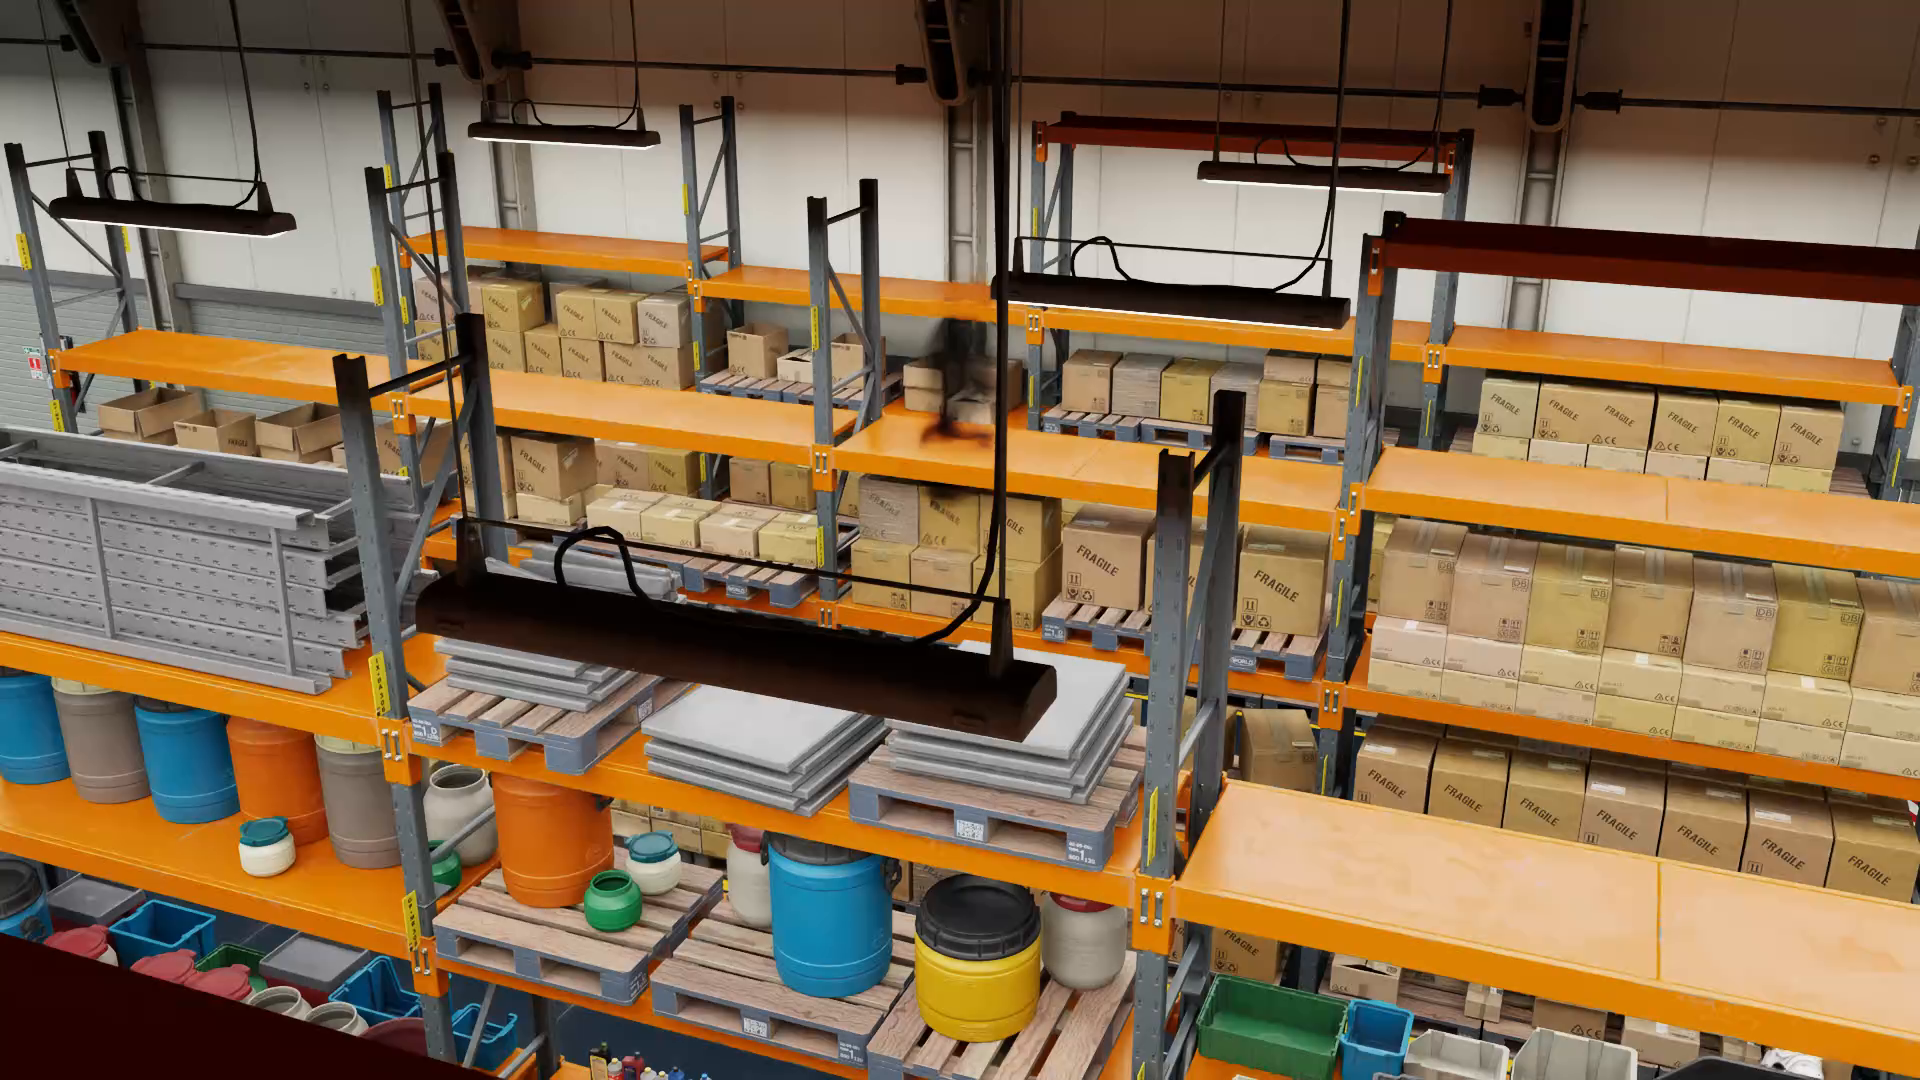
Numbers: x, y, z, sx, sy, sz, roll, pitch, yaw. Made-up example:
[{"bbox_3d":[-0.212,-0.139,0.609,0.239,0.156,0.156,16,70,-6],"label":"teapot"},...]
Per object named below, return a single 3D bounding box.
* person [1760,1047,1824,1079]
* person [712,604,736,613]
[{"bbox_3d":[5.086,3.670,10.349,0.714,1.836,0.657,3,21,8],"label":"person"},{"bbox_3d":[-2.345,1.408,16.376,0.633,1.646,0.592,8,22,19],"label":"person"}]
